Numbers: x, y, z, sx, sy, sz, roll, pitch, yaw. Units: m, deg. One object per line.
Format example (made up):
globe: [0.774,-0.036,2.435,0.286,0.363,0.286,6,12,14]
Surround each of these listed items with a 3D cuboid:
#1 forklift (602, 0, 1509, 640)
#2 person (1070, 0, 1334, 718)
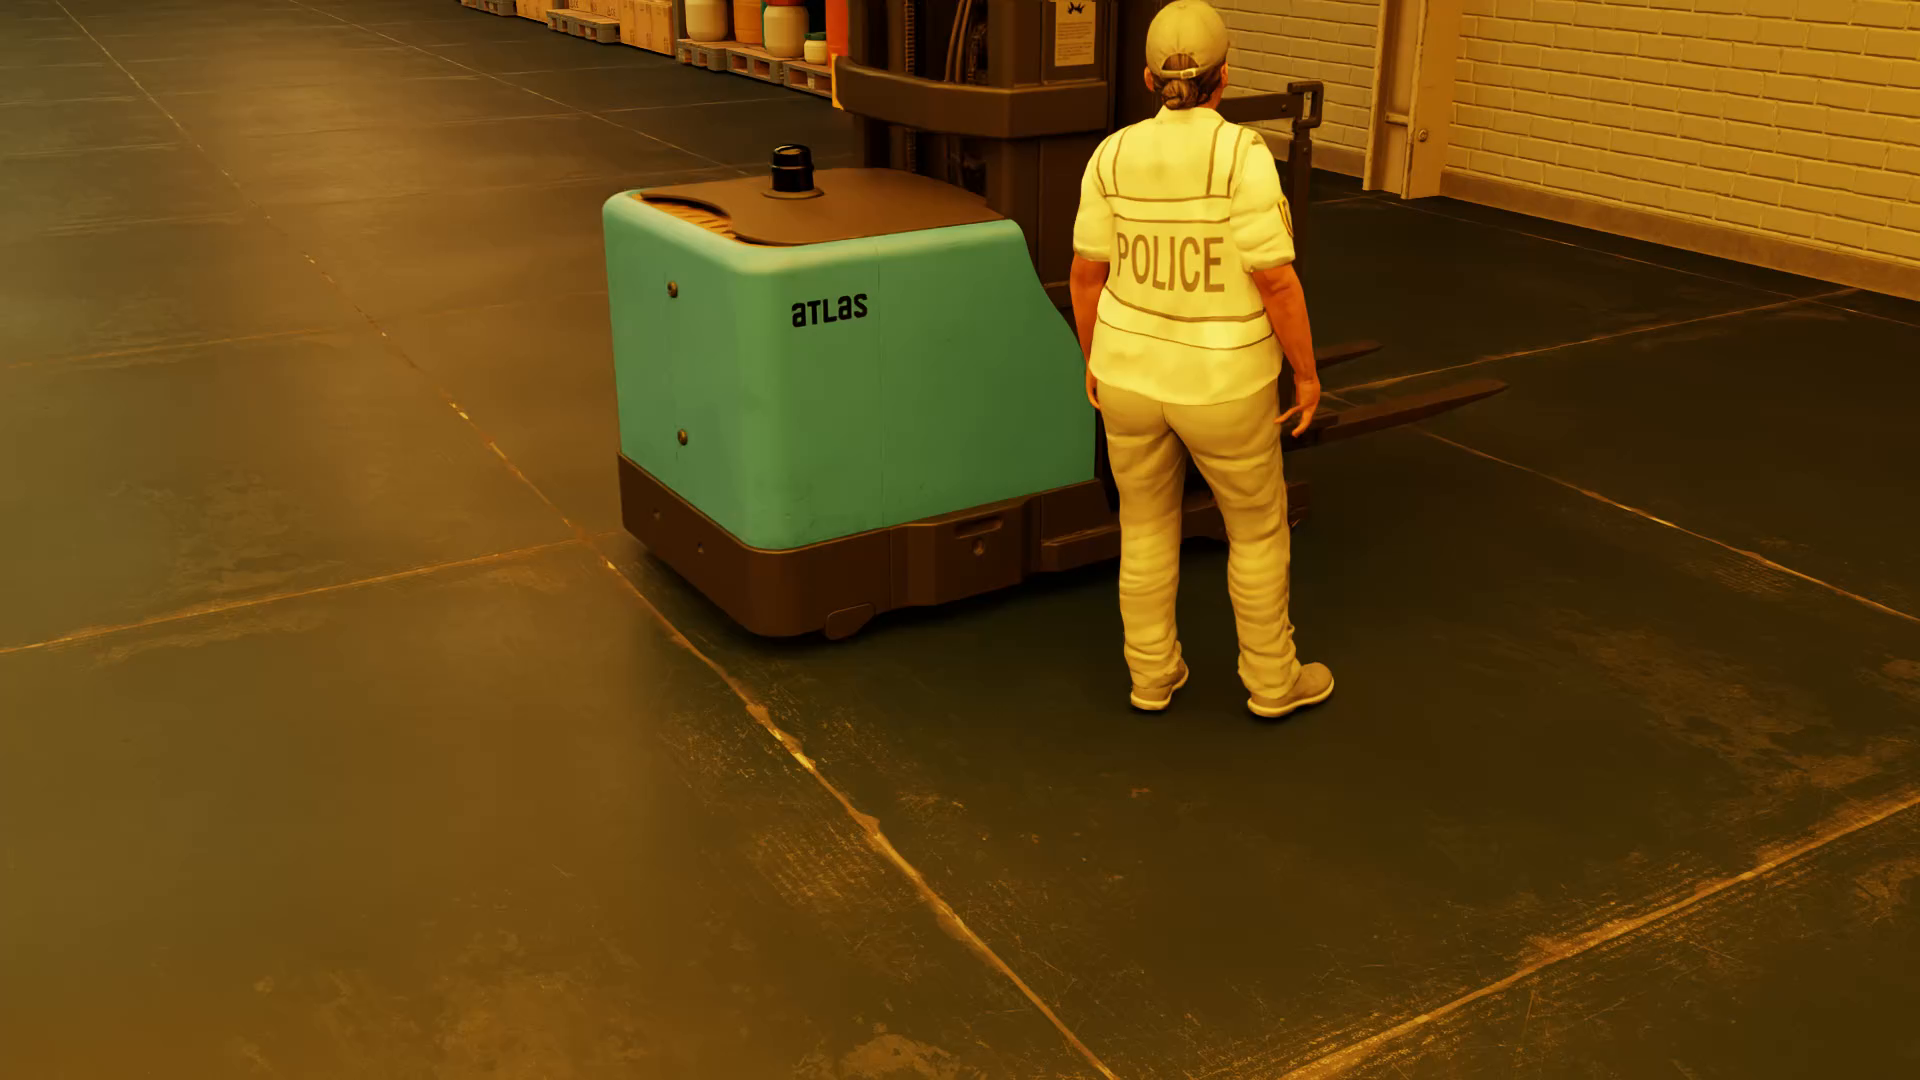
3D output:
forklift: [0.490,-1.497,4.921,3.031,2.935,1.130,-14,26,-30]
person: [0.577,-0.376,3.848,0.607,1.677,0.520,12,25,28]
